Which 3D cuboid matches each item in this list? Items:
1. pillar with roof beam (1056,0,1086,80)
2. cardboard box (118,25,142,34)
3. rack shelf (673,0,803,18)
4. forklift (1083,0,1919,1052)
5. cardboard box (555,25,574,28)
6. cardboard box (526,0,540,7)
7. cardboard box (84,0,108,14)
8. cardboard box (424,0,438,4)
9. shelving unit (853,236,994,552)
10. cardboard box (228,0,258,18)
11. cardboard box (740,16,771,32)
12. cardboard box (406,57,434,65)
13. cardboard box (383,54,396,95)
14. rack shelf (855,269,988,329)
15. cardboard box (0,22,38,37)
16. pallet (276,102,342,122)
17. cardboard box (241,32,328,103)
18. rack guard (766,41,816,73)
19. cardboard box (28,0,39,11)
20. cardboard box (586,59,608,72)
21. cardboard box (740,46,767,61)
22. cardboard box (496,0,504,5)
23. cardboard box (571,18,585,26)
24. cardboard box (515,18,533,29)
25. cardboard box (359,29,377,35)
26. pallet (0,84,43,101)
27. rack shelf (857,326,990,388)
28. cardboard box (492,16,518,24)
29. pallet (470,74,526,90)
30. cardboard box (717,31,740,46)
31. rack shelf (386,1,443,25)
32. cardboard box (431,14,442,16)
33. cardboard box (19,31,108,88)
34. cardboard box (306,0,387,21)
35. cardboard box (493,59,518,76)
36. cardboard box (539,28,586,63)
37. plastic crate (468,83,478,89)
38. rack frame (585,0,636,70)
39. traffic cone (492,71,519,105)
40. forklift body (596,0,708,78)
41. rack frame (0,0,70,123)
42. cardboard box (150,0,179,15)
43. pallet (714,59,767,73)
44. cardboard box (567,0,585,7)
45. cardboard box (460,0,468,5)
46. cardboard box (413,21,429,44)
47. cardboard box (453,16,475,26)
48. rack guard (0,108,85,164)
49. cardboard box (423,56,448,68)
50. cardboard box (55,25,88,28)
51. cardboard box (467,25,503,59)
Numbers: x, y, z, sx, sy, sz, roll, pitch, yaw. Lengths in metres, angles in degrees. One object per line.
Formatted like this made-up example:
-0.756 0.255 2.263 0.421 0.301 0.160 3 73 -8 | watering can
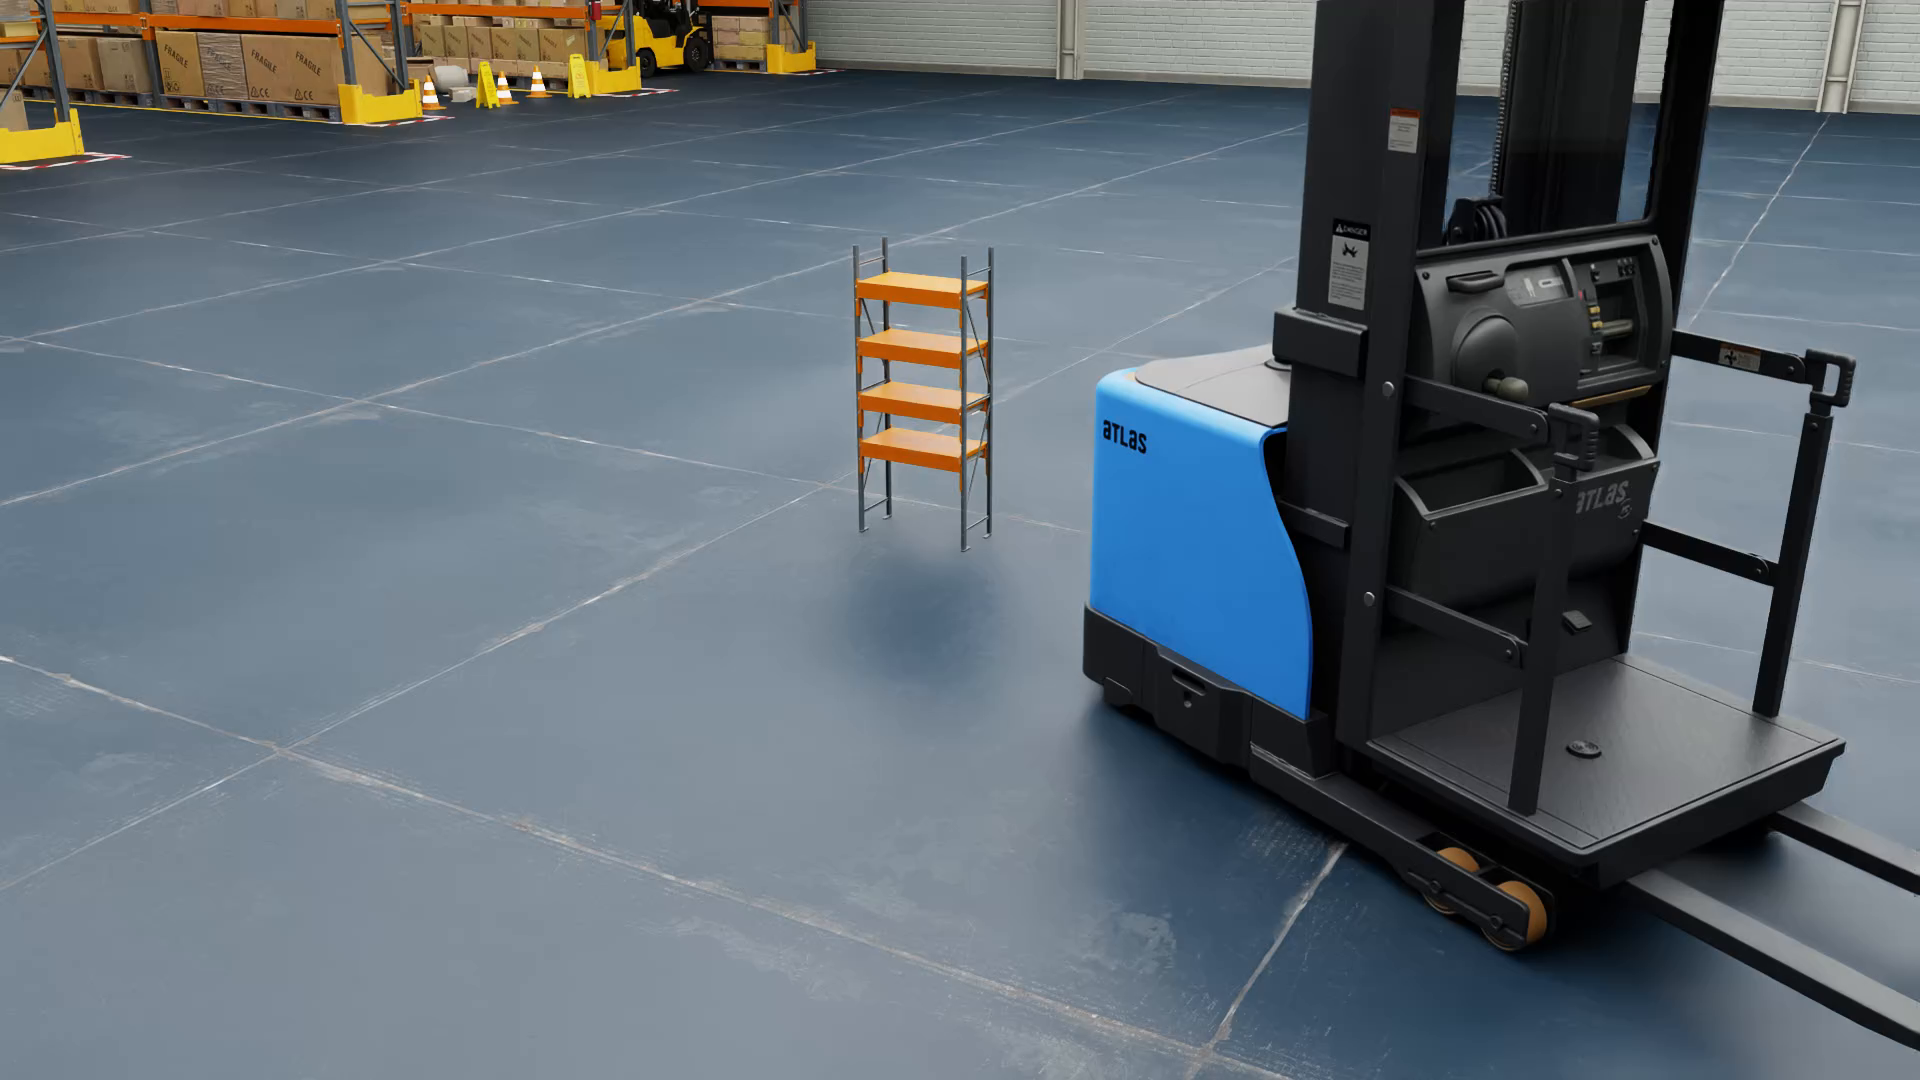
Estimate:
-0.169 -11.039 24.102 0.400 9.000 9.100 11 23 27 | pillar with roof beam
-15.453 -9.751 31.848 0.875 0.875 0.875 12 23 29 | cardboard box
-4.885 -10.109 31.389 4.000 0.370 1.077 11 23 27 | rack shelf
1.625 -0.553 4.091 1.130 2.935 3.031 -12 23 -31 | forklift
-6.606 -8.199 27.387 0.500 0.500 0.500 10 22 25 | cardboard box
-6.716 -8.609 26.566 0.250 0.149 0.380 11 23 28 | cardboard box
-12.402 -7.949 24.234 0.500 0.500 0.500 11 22 27 | cardboard box
-8.684 -9.009 27.670 0.250 0.149 0.380 12 23 29 | cardboard box
-0.145 -0.592 6.736 0.503 1.200 0.258 11 23 27 | shelving unit
-9.630 -7.556 23.076 0.500 0.550 0.875 11 23 27 | cardboard box
-3.693 -9.473 30.532 0.500 0.250 0.500 12 23 29 | cardboard box
-8.777 -7.544 26.926 0.500 0.500 0.500 -7 21 -20 | cardboard box
-9.145 -7.218 25.826 0.503 0.637 0.797 11 23 27 | cardboard box
-0.145 -0.961 6.602 0.480 0.148 0.258 11 23 27 | rack shelf
-10.522 -5.686 18.510 0.250 0.149 0.380 11 23 27 | cardboard box
-8.619 -5.945 22.943 1.213 0.211 1.003 11 23 27 | pallet
-9.276 -6.583 23.115 0.875 0.875 0.875 10 22 26 | cardboard box
-3.118 -8.935 30.765 0.348 0.500 1.175 11 23 27 | rack guard
-13.721 -8.200 24.926 0.500 0.500 0.500 11 23 27 | cardboard box
-6.126 -7.757 27.268 0.500 0.250 0.500 11 22 27 | cardboard box
-3.704 -9.003 30.703 0.500 0.250 0.500 11 23 28 | cardboard box
-7.313 -8.777 27.030 0.250 0.149 0.380 11 23 27 | cardboard box
-7.092 -9.944 32.747 0.625 0.625 0.875 12 23 30 | cardboard box
-6.955 -8.338 26.817 0.250 0.149 0.380 11 23 28 | cardboard box
-12.400 -10.815 35.331 0.500 0.500 0.500 10 22 26 | cardboard box
-14.215 -7.012 25.885 1.213 0.211 1.003 11 23 27 | pallet
-0.145 -0.739 6.683 0.480 0.148 0.258 11 23 27 | rack shelf
-9.011 -10.312 33.760 0.625 0.625 0.875 12 23 29 | cardboard box
-7.376 -7.687 27.746 1.213 0.211 1.003 11 23 27 | pallet
-4.149 -9.329 30.867 0.500 0.250 0.500 11 22 27 | cardboard box
-10.795 -9.296 29.148 4.000 0.370 1.077 11 23 27 | rack shelf
-10.678 -10.779 34.280 0.250 0.149 0.380 10 22 25 | cardboard box
-13.614 -7.344 25.394 0.750 0.750 1.050 11 23 28 | cardboard box
-8.229 -7.264 22.273 0.550 0.550 0.875 11 23 27 | cardboard box
-7.302 -7.769 27.301 0.500 0.250 0.500 10 22 25 | cardboard box
-6.383 -7.949 26.697 0.500 0.500 0.500 11 23 28 | cardboard box
-8.078 -7.424 27.213 0.583 0.080 0.402 3 20 9 | plastic crate
-5.557 -8.636 26.274 0.127 3.000 1.000 11 23 27 | rack frame
-6.806 -6.744 24.779 0.334 0.463 0.336 11 23 27 | traffic cone
-5.685 -9.488 29.867 1.214 2.155 2.313 11 23 27 | forklift body
-10.390 -5.686 18.141 0.127 3.000 1.000 11 23 27 | rack frame
-11.047 -7.824 23.814 0.550 0.550 0.875 11 23 27 | cardboard box
-3.827 -8.918 31.141 1.213 0.211 1.003 11 23 27 | pallet
-5.988 -8.517 26.313 0.250 0.149 0.380 12 23 29 | cardboard box
-7.991 -8.887 27.335 0.250 0.149 0.380 11 23 27 | cardboard box
-11.029 -10.560 34.627 0.500 0.500 0.500 10 22 26 | cardboard box
-8.136 -8.562 27.434 0.250 0.149 0.380 12 23 29 | cardboard box
-10.456 -4.524 18.602 0.348 0.500 1.175 11 23 27 | rack guard
-8.665 -8.028 28.013 0.500 0.250 0.500 10 22 25 | cardboard box
-18.097 -10.060 33.342 0.875 0.438 0.875 11 23 29 | cardboard box
-7.741 -8.208 27.411 0.500 0.500 0.500 12 23 30 | cardboard box
